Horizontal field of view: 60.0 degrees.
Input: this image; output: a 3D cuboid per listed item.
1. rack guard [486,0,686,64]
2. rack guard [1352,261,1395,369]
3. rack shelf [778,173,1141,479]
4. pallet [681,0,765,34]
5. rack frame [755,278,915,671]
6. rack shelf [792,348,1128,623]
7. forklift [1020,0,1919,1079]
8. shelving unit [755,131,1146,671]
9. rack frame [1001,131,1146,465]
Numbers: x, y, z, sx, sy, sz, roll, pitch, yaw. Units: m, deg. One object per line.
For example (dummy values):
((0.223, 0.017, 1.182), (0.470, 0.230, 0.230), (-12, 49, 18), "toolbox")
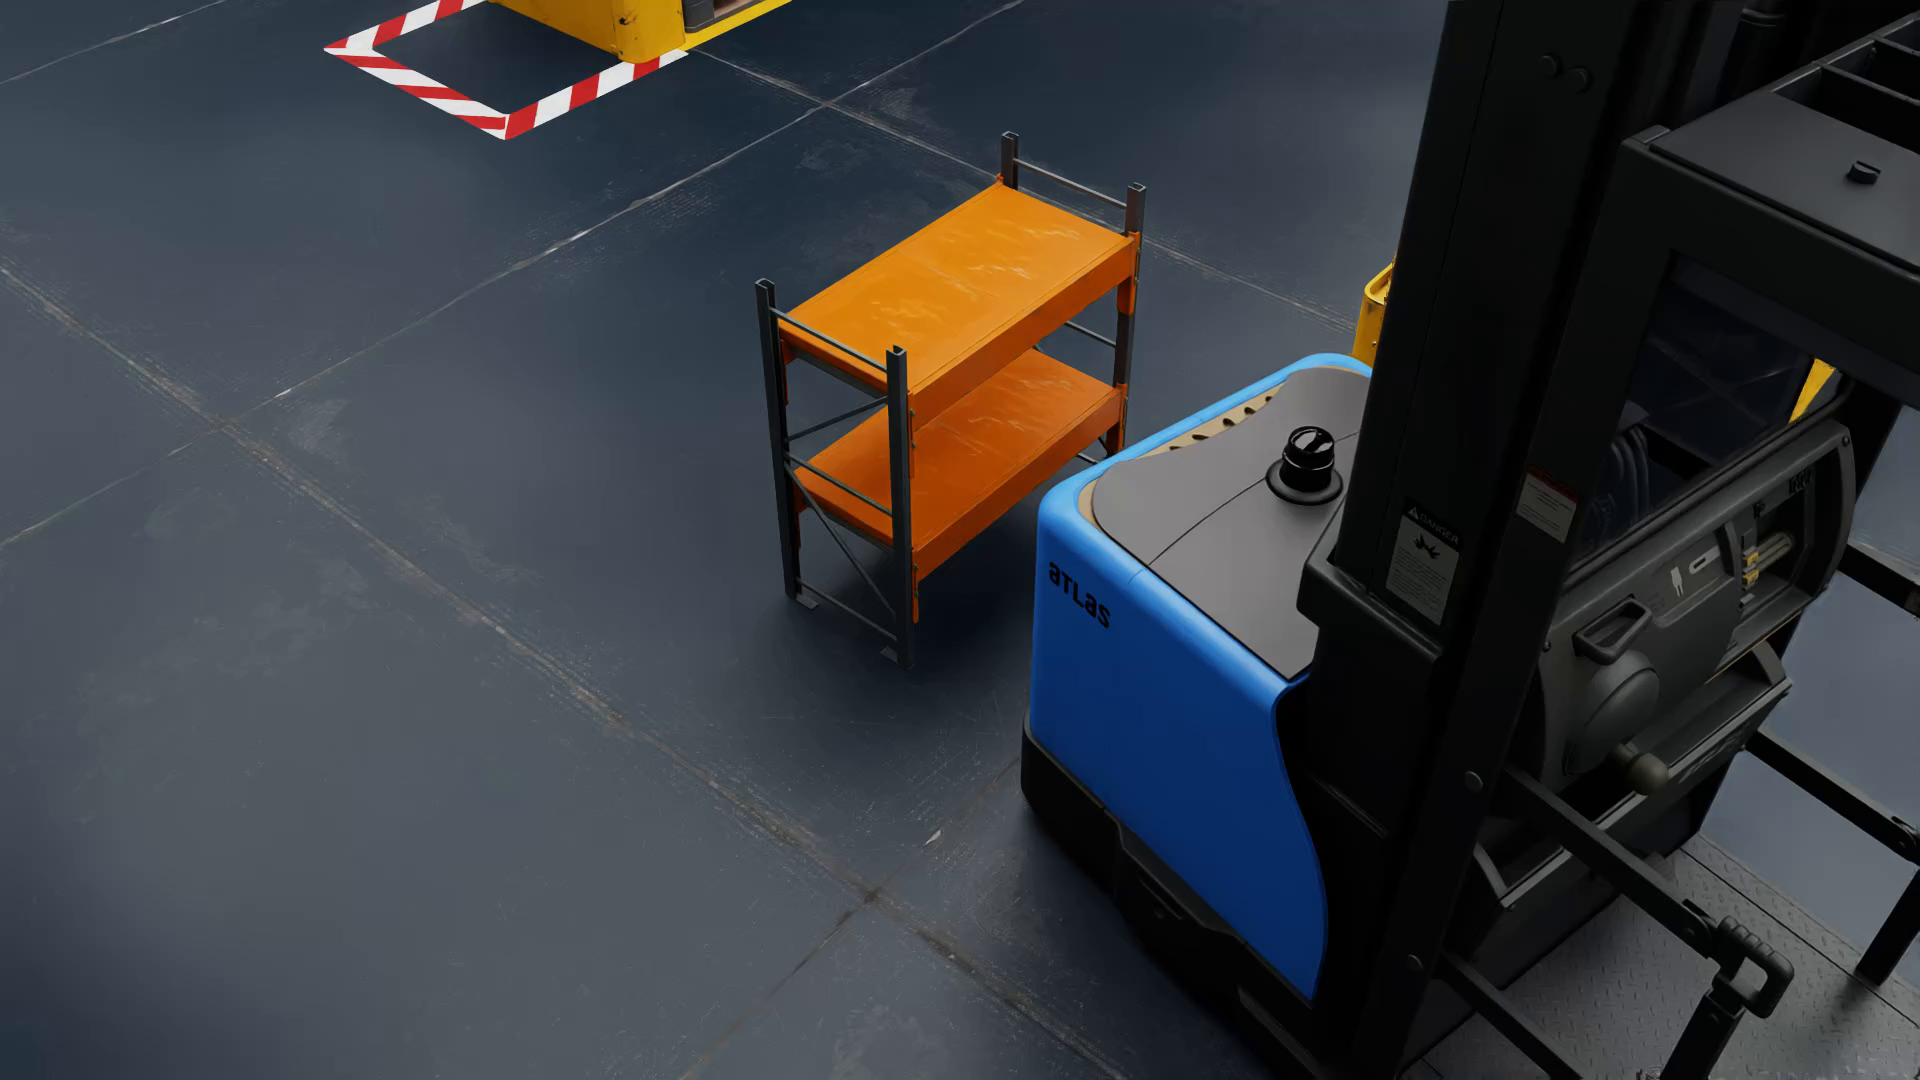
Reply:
((-1.822, -2.701, 7.849), (1.175, 0.500, 0.348), (29, 50, 28), "rack guard")
((1.845, -0.450, 5.373), (1.175, 0.500, 0.348), (29, 50, 28), "rack guard")
((-0.004, -0.629, 4.671), (0.538, 0.278, 1.000), (29, 50, 28), "rack shelf")
((-1.272, -2.997, 8.389), (1.003, 0.211, 1.213), (29, 50, 28), "pallet")
((-0.331, -0.151, 4.580), (0.500, 1.125, 0.032), (29, 50, 28), "rack frame")
((-0.004, -0.232, 5.032), (0.538, 0.278, 1.000), (29, 50, 28), "rack shelf")
((1.454, 0.198, 2.854), (1.130, 2.935, 3.031), (-27, 49, -27), "forklift")
((-0.004, -0.413, 4.868), (0.538, 1.125, 1.048), (29, 50, 28), "shelving unit")
((0.323, -0.674, 5.156), (0.500, 1.125, 0.032), (29, 50, 28), "rack frame")
